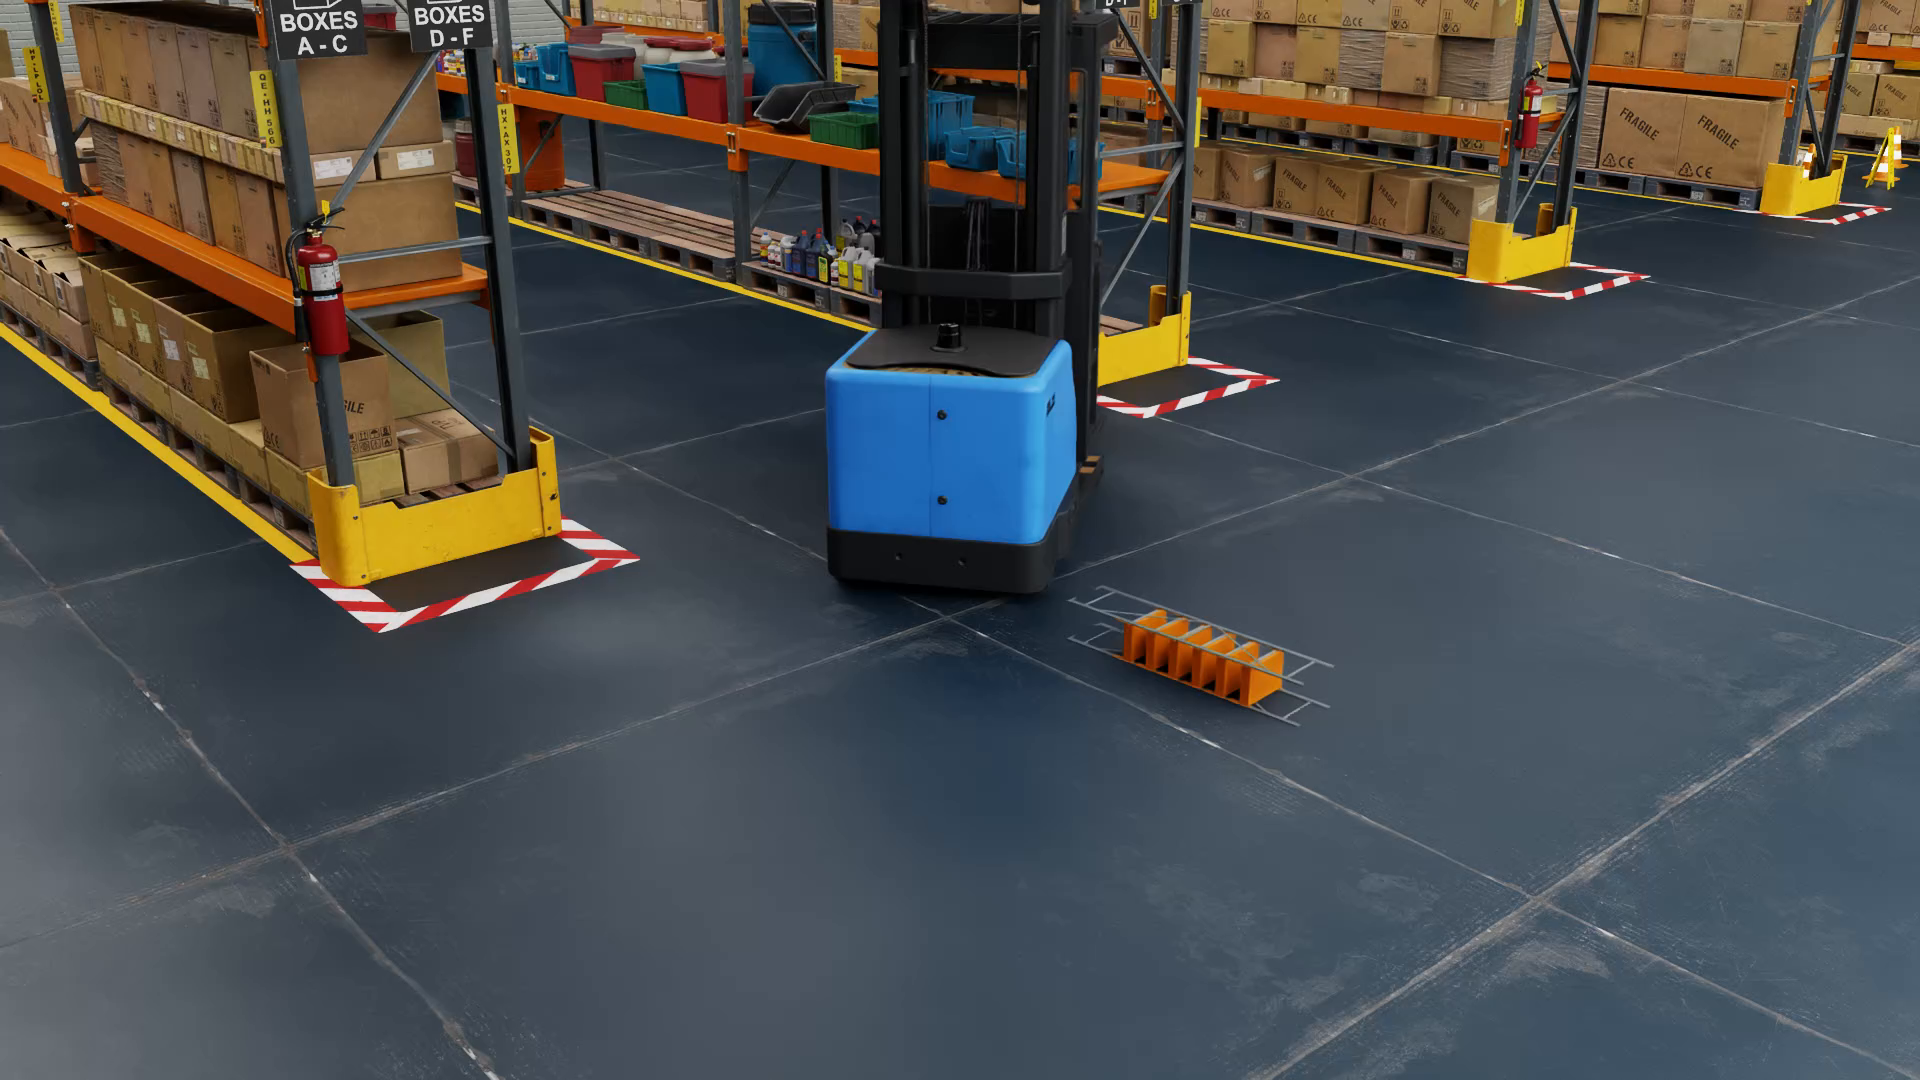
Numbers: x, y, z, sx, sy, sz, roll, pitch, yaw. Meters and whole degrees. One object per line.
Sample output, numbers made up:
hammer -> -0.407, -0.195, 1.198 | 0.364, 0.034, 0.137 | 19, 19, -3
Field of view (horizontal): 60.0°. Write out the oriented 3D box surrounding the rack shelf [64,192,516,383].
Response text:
rack shelf -> -3.909, -1.574, 9.375 | 1.077, 0.370, 4.000 | -17, 27, -37

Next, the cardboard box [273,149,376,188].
cardboard box -> -2.997, -1.765, 7.850 | 0.380, 0.149, 0.250 | -18, 28, -38

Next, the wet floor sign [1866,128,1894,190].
wet floor sign -> 10.246, -4.233, 18.407 | 0.232, 0.644, 0.267 | 17, 27, 36

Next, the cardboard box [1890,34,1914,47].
cardboard box -> 11.605, -6.127, 20.359 | 0.380, 0.149, 0.250 | -18, 28, -38

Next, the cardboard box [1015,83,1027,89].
cardboard box -> 1.176, -6.946, 24.956 | 0.500, 0.500, 0.500 | -16, 27, -35

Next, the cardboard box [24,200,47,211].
cardboard box -> -7.297, -2.656, 13.579 | 0.500, 0.311, 0.500 | -17, 27, -36

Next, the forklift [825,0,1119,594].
forklift -> 0.192, -1.622, 8.607 | 1.130, 2.935, 3.031 | 5, 22, 12

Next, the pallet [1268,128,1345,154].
pallet -> 4.755, -5.205, 21.484 | 1.003, 0.211, 1.213 | -17, 27, -37

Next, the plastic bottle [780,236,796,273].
plastic bottle -> -1.352, -2.301, 13.376 | 0.152, 0.276, 0.135 | -16, 27, -36

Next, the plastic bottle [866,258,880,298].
plastic bottle -> -0.614, -1.988, 12.579 | 0.152, 0.276, 0.135 | -18, 28, -39

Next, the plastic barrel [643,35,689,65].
plastic barrel -> -2.679, -4.341, 15.269 | 0.433, 0.535, 0.433 | 0, 21, 0

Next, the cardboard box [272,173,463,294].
cardboard box -> -2.899, -1.534, 8.152 | 0.700, 0.500, 0.500 | -17, 27, -37

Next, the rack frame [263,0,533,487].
rack frame -> -2.604, -1.356, 7.833 | 1.000, 3.000, 0.127 | -17, 27, -37

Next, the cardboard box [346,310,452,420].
cardboard box -> -3.113, -0.959, 8.986 | 0.500, 0.500, 0.500 | -17, 27, -37

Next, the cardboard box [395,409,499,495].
cardboard box -> -2.785, -0.472, 8.771 | 0.500, 0.250, 0.500 | -17, 27, -37

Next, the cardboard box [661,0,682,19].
cardboard box -> -3.756, -7.299, 22.805 | 0.500, 0.250, 0.500 | -16, 27, -36

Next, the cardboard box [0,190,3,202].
cardboard box -> -8.252, -2.944, 14.712 | 0.500, 0.500, 0.500 | -19, 28, -39

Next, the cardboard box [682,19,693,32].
cardboard box -> -3.545, -6.989, 22.560 | 0.380, 0.149, 0.250 | -17, 27, -36

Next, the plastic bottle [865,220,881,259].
plastic bottle -> -0.696, -2.448, 13.651 | 0.144, 0.351, 0.185 | -19, 28, -40

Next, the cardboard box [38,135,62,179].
cardboard box -> -5.928, -2.598, 11.188 | 0.396, 0.266, 0.258 | -18, 28, -39

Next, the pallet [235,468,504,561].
pallet -> -3.134, -0.259, 8.855 | 1.003, 0.211, 1.213 | -17, 27, -37

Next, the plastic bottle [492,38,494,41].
plastic bottle -> -5.115, -5.346, 18.088 | 0.144, 0.351, 0.185 | -17, 27, -37

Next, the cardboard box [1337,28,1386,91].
cardboard box -> 3.855, -4.315, 14.842 | 0.875, 0.500, 0.500 | -17, 27, -37

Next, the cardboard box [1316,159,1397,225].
cardboard box -> 3.698, -3.256, 15.535 | 0.500, 0.500, 0.500 | -14, 26, -33

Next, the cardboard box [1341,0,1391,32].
cardboard box -> 3.702, -4.732, 14.538 | 0.500, 0.500, 0.500 | -17, 27, -37

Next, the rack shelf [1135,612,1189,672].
rack shelf -> 0.870, 0.431, 7.118 | 0.103, 0.180, 0.258 | 19, 28, 40

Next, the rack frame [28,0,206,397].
rack frame -> -5.215, -2.461, 10.654 | 1.000, 3.000, 0.127 | -17, 27, -37

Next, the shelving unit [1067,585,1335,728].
shelving unit -> 0.988, 0.473, 7.012 | 1.200, 0.189, 0.258 | 19, 28, 40

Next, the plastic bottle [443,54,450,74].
plastic bottle -> -5.315, -4.950, 17.282 | 0.097, 0.201, 0.097 | 0, 21, 0

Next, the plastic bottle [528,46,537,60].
plastic bottle -> -4.410, -5.011, 17.335 | 0.152, 0.276, 0.135 | -17, 27, -37

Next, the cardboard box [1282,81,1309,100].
cardboard box -> 3.194, -4.159, 15.334 | 0.380, 0.149, 0.250 | -17, 27, -37

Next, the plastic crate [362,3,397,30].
plastic crate -> -7.074, -6.214, 20.065 | 0.402, 0.464, 0.583 | -17, 27, -37

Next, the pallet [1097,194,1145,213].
pallet -> 1.783, -3.735, 17.730 | 1.003, 0.211, 1.213 | -17, 27, -37

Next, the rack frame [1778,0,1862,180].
rack frame -> 8.727, -4.866, 16.795 | 1.000, 3.000, 0.127 | -17, 27, -37

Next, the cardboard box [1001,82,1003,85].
cardboard box -> 0.726, -7.300, 26.342 | 0.380, 0.149, 0.250 | -16, 27, -36

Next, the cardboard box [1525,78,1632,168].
cardboard box -> 7.065, -4.739, 18.807 | 0.875, 0.875, 0.875 | -17, 27, -37

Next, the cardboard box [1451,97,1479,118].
cardboard box -> 4.399, -3.695, 14.149 | 0.380, 0.149, 0.250 | -17, 27, -37

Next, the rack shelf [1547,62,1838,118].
rack shelf -> 7.422, -5.084, 18.337 | 1.077, 0.370, 4.000 | -17, 27, -37

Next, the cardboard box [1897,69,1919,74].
cardboard box -> 12.078, -5.632, 20.916 | 0.500, 0.500, 0.500 | -19, 28, -39

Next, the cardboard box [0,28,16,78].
cardboard box -> -8.322, -3.955, 13.757 | 0.500, 0.500, 0.700 | 12, 24, 28

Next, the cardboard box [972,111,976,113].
cardboard box -> 0.134, -4.784, 19.410 | 0.700, 0.500, 0.500 | -19, 28, -40

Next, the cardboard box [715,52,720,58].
cardboard box -> -2.496, -6.063, 22.188 | 1.225, 0.875, 0.875 | -17, 27, -37

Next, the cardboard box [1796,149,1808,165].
cardboard box -> 10.026, -4.626, 20.091 | 0.380, 0.149, 0.250 | -4, 22, -10

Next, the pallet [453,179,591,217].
pallet -> -4.617, -3.654, 17.523 | 1.003, 0.211, 1.213 | -17, 27, -37

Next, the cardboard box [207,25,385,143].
cardboard box -> -3.281, -2.297, 8.320 | 0.700, 0.500, 0.500 | -18, 28, -39

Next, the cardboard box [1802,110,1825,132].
cardboard box -> 11.002, -5.435, 21.442 | 0.500, 0.250, 0.500 | -19, 28, -39

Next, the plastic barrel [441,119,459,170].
plastic barrel -> -5.576, -4.359, 18.336 | 0.421, 0.512, 0.421 | 0, 21, 0

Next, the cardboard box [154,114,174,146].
cardboard box -> -4.172, -2.262, 9.120 | 0.380, 0.149, 0.250 | -18, 28, -38

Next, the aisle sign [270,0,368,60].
aisle sign -> -2.783, -2.478, 7.134 | 0.394, 0.787, 0.004 | -17, 27, -37

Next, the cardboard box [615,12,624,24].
cardboard box -> -4.717, -7.485, 23.827 | 0.380, 0.149, 0.250 | -18, 28, -38

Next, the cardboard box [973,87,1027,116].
cardboard box -> 0.496, -4.991, 18.911 | 0.500, 0.250, 0.500 | -14, 25, -32

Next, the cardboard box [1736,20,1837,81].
cardboard box -> 8.451, -5.028, 17.001 | 0.875, 0.550, 0.550 | -17, 27, -37

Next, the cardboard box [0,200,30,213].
cardboard box -> -7.706, -2.528, 13.251 | 0.500, 0.311, 0.500 | -16, 27, -36

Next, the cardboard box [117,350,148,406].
cardboard box -> -4.819, -1.037, 10.212 | 0.500, 0.250, 0.500 | -17, 27, -37

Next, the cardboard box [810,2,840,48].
cardboard box -> -1.491, -6.329, 20.393 | 0.500, 0.500, 0.500 | -19, 28, -39

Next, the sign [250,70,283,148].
sign -> -3.024, -1.880, 7.259 | 0.100, 0.325, 0.005 | -17, 27, -37
